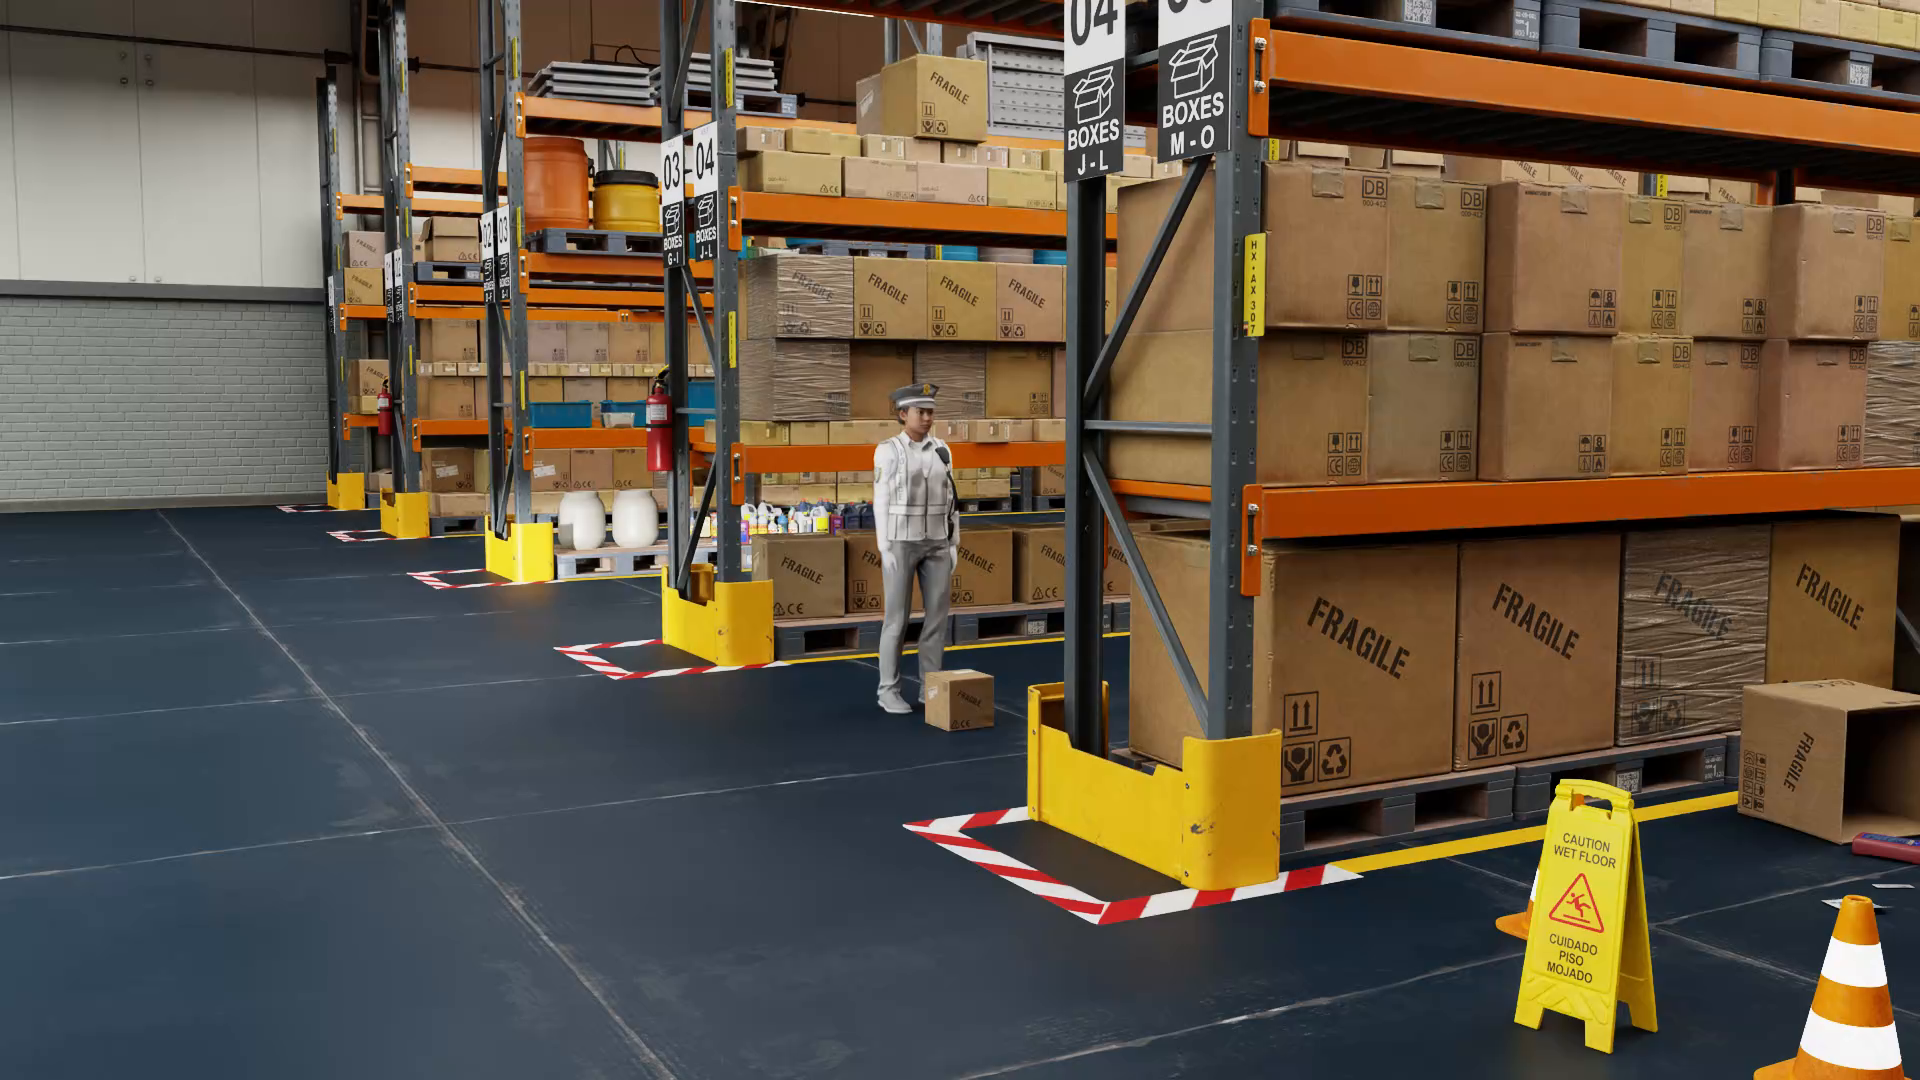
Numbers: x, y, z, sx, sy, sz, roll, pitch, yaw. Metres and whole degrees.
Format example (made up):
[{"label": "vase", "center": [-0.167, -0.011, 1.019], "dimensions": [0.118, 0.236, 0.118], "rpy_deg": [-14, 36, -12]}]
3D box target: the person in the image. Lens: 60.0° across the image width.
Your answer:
[{"label": "person", "center": [-0.212, 0.038, 8.510], "dimensions": [0.466, 1.681, 0.340], "rpy_deg": [-3, 6, -27]}]
